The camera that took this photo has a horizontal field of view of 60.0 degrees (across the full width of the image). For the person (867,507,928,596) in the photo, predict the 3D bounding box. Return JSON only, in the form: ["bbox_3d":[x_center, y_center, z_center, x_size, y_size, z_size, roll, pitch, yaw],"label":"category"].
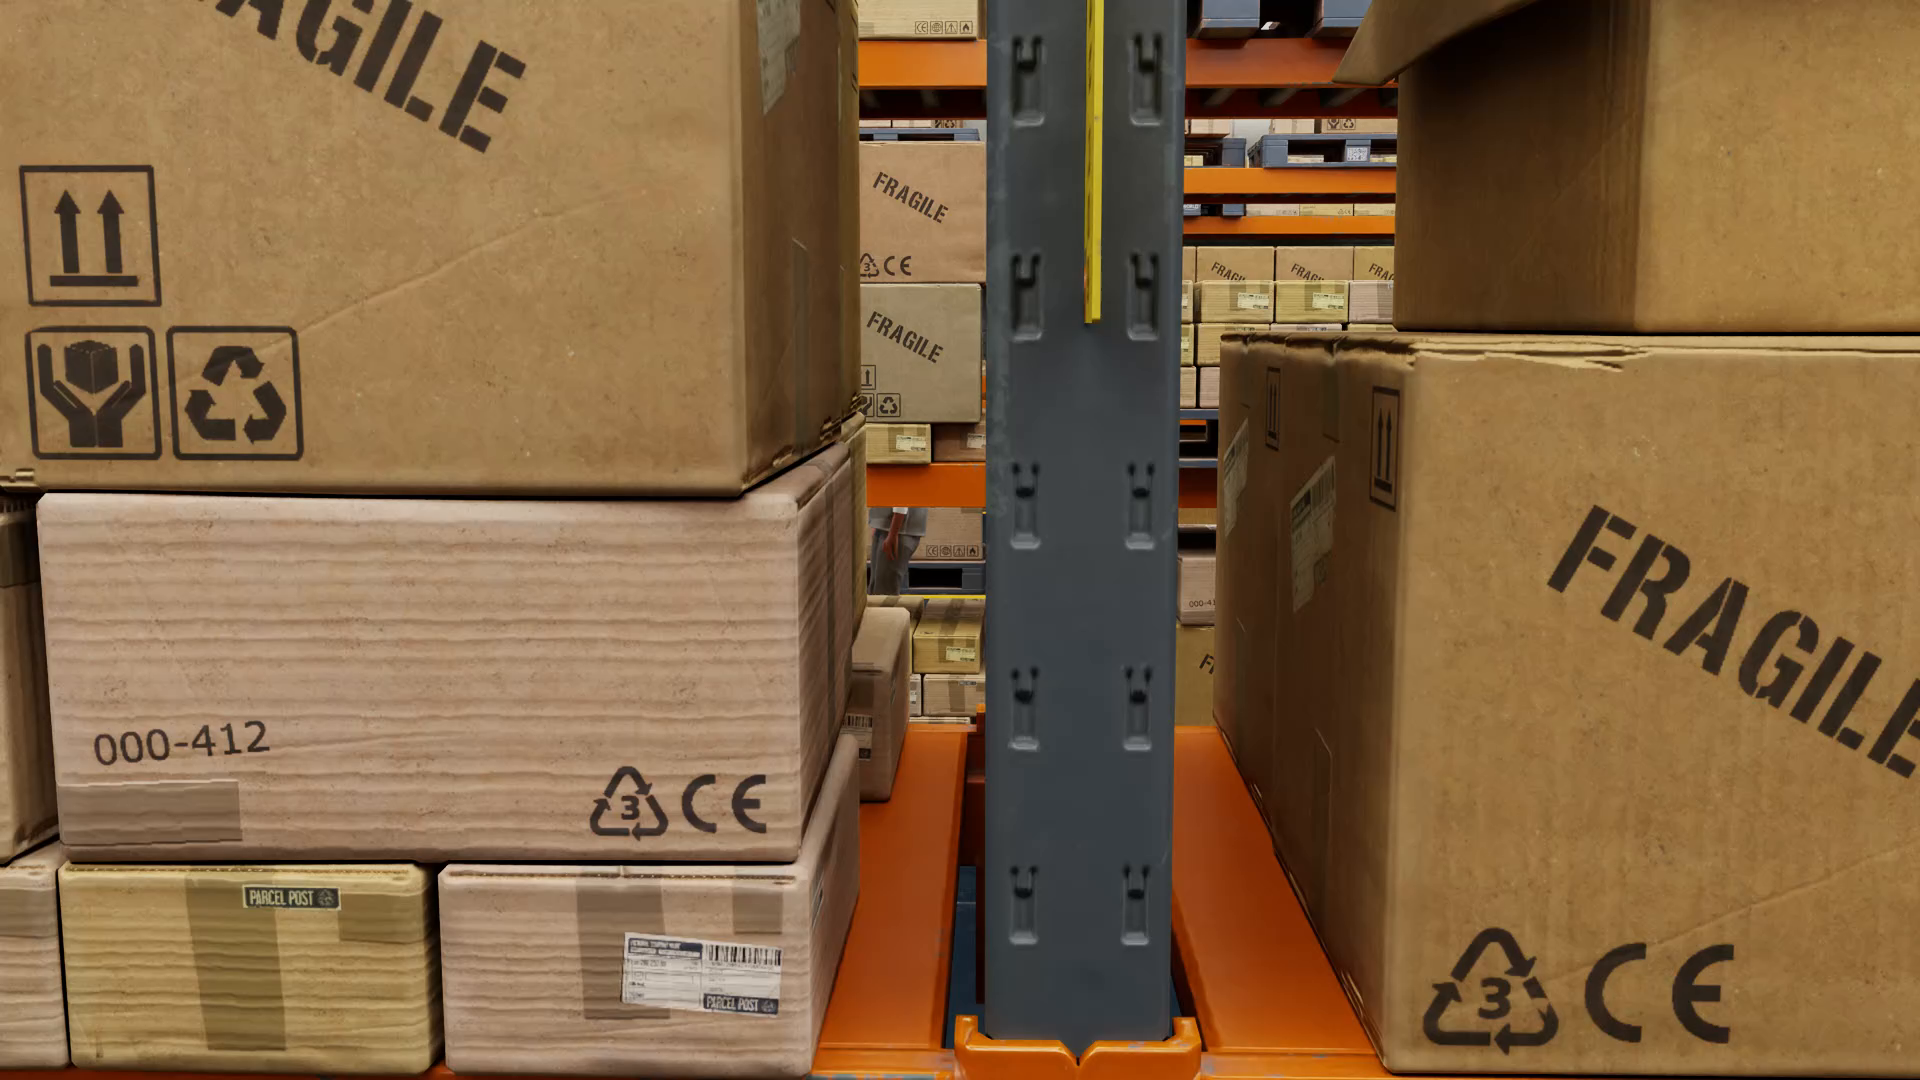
[{"bbox_3d":[-0.341,-0.035,8.103,0.347,1.590,0.472,-1,8,-10],"label":"person"}]
